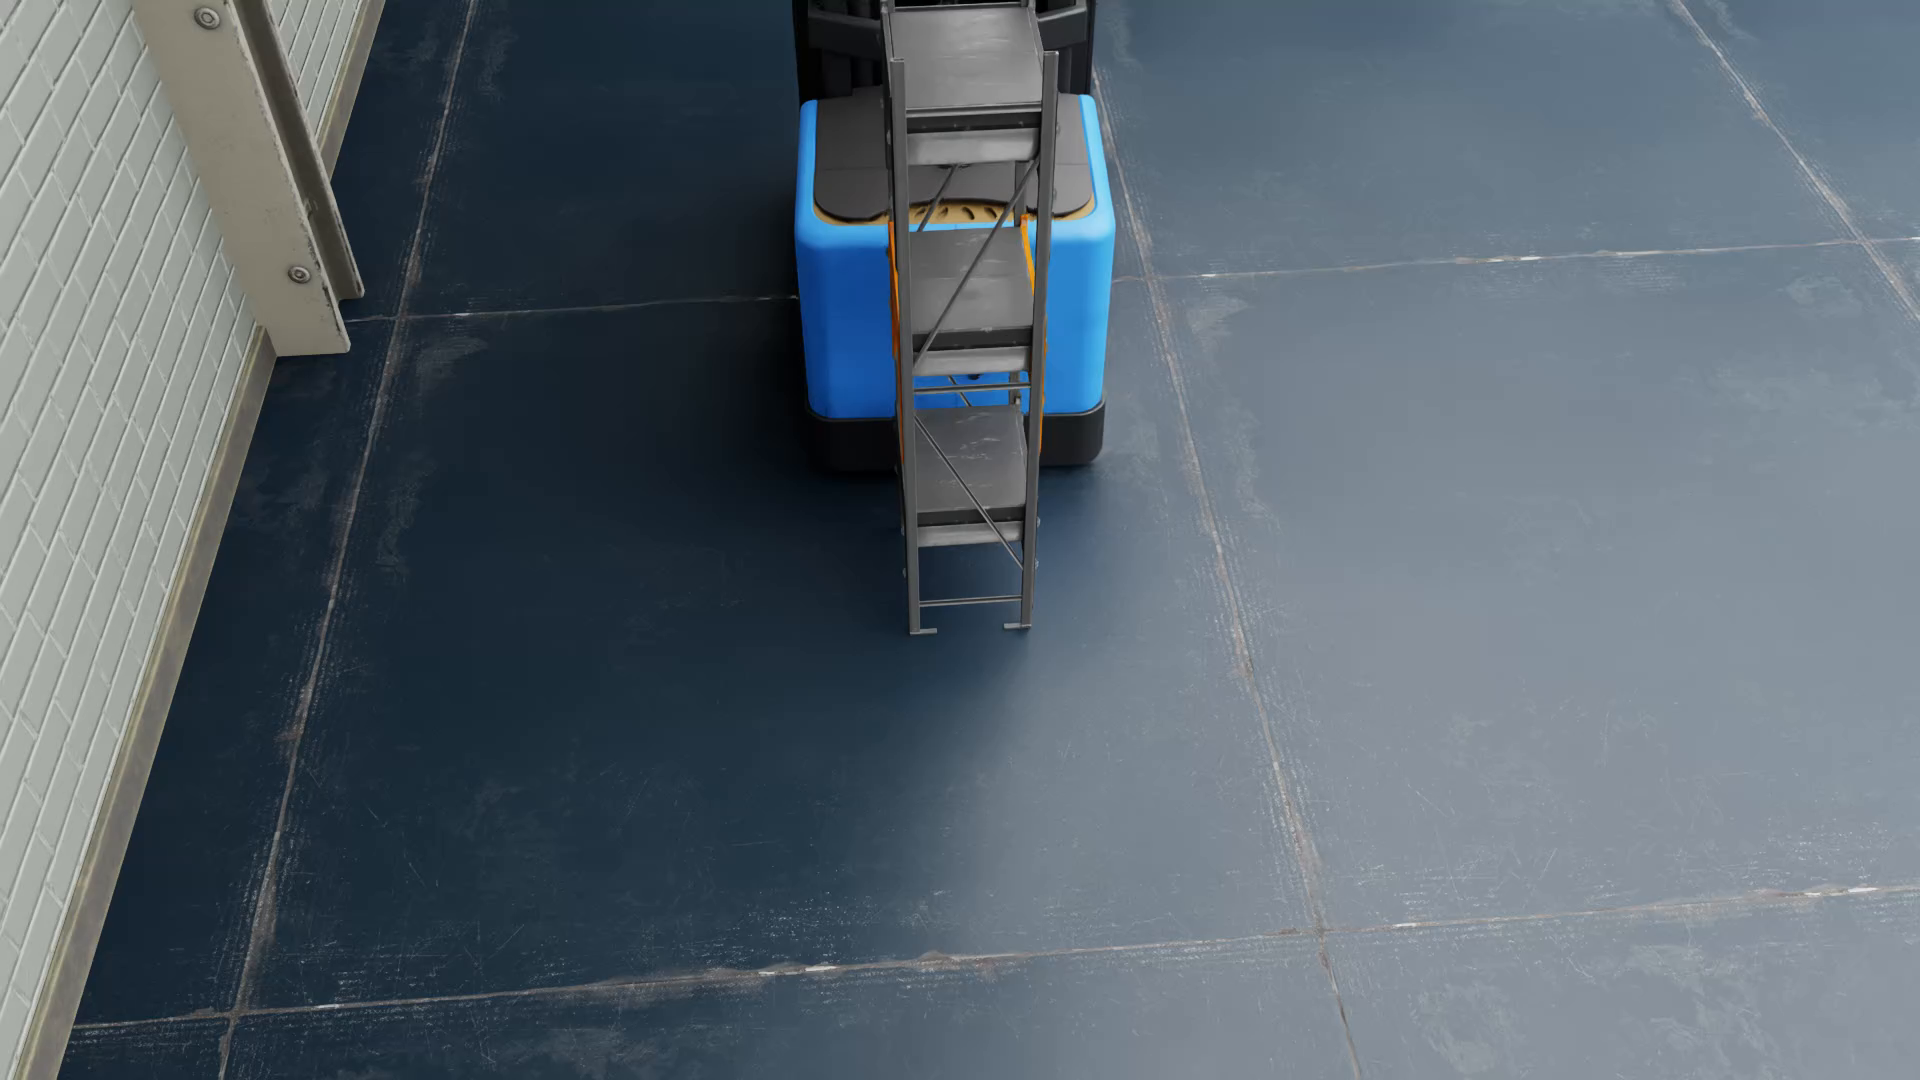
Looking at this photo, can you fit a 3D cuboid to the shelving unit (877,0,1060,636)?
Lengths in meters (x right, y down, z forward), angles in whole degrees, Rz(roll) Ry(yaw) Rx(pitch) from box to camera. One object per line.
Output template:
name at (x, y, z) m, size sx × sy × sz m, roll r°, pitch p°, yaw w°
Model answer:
shelving unit at (0.014, -0.602, 4.874) m, size 0.431 × 2.100 × 0.503 m, roll -3°, pitch 47°, yaw -3°

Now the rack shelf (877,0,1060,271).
rack shelf at (0.014, -1.074, 4.376) m, size 0.431 × 0.518 × 0.480 m, roll -3°, pitch 47°, yaw -3°

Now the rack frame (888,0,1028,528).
rack frame at (-0.007, -0.779, 5.041) m, size 0.400 × 2.100 × 0.015 m, roll -3°, pitch 47°, yaw -3°

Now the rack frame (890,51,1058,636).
rack frame at (0.034, -0.426, 4.707) m, size 0.400 × 2.100 × 0.015 m, roll -3°, pitch 47°, yaw -3°

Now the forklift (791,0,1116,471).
forklift at (-0.067, -2.311, 5.920) m, size 1.130 × 2.935 × 3.031 m, roll -2°, pitch 47°, yaw -1°

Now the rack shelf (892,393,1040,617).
rack shelf at (0.014, -0.112, 5.392) m, size 0.431 × 0.518 × 0.480 m, roll -3°, pitch 47°, yaw -3°

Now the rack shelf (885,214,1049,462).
rack shelf at (0.014, -0.593, 4.884) m, size 0.431 × 0.518 × 0.480 m, roll -3°, pitch 47°, yaw -3°

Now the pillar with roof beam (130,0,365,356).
pillar with roof beam at (1.752, -4.217, 3.546) m, size 9.100 × 9.000 × 0.400 m, roll -3°, pitch 47°, yaw -3°
